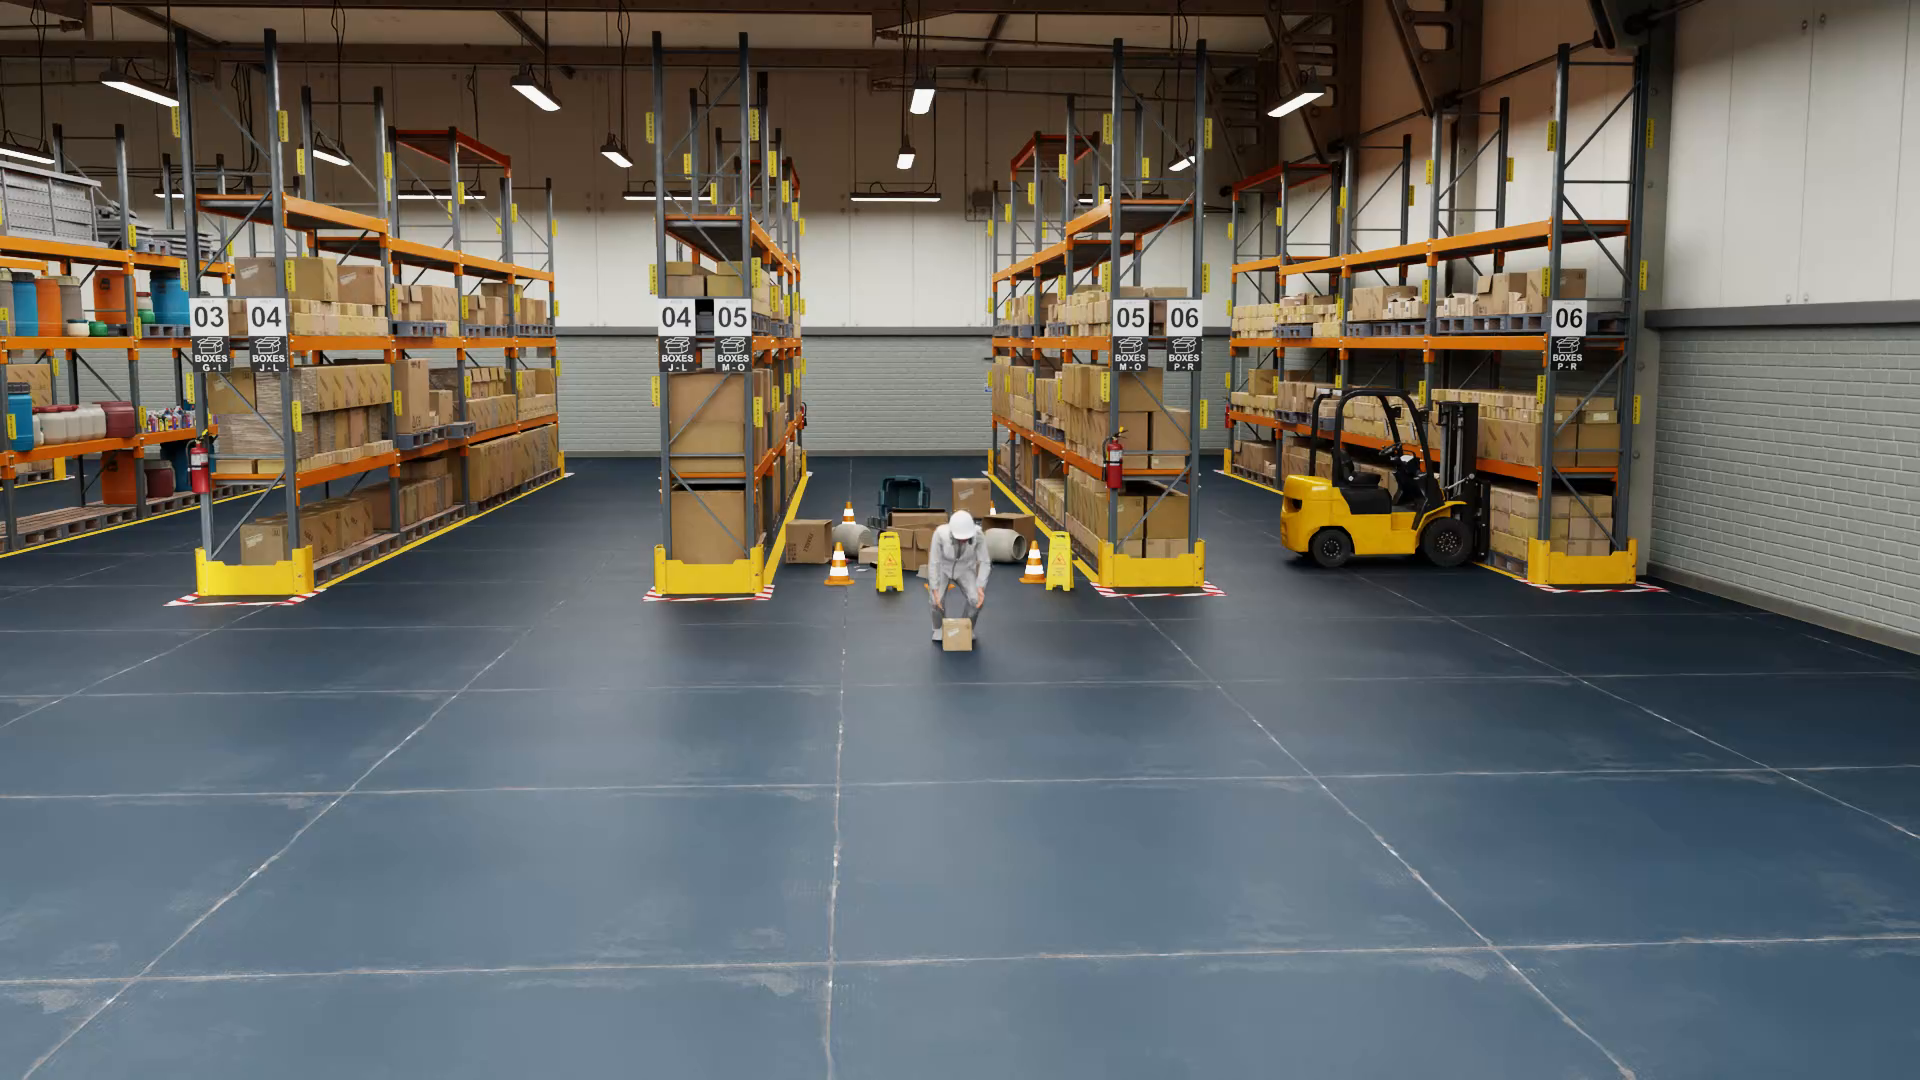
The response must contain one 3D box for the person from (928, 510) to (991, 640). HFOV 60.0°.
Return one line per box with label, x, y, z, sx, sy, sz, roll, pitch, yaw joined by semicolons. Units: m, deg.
person;-0.014;0.314;15.263;0.578;1.240;0.842;0;7;-4
